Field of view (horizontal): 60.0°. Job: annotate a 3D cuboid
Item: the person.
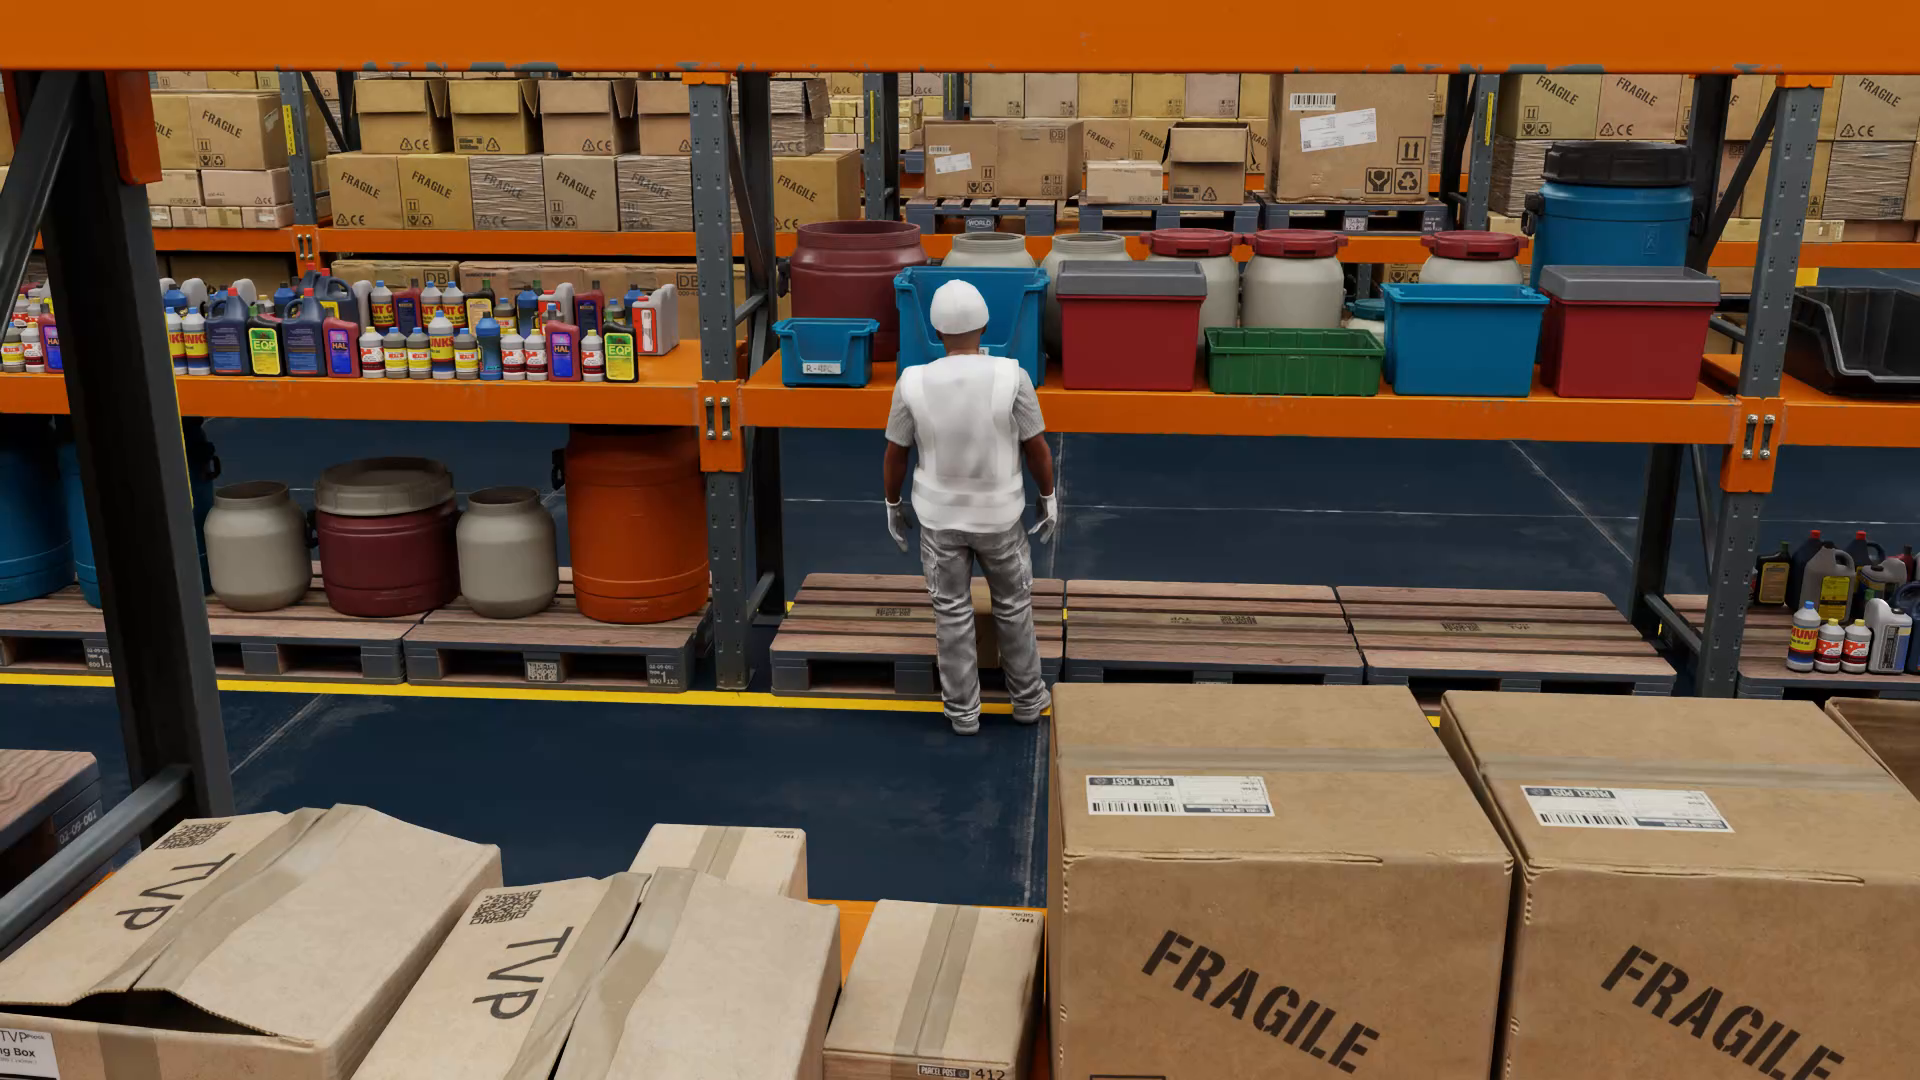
[{"bbox_3d":[0.046,-0.124,6.382,0.656,1.786,0.575,1,17,4],"label":"person"}]
